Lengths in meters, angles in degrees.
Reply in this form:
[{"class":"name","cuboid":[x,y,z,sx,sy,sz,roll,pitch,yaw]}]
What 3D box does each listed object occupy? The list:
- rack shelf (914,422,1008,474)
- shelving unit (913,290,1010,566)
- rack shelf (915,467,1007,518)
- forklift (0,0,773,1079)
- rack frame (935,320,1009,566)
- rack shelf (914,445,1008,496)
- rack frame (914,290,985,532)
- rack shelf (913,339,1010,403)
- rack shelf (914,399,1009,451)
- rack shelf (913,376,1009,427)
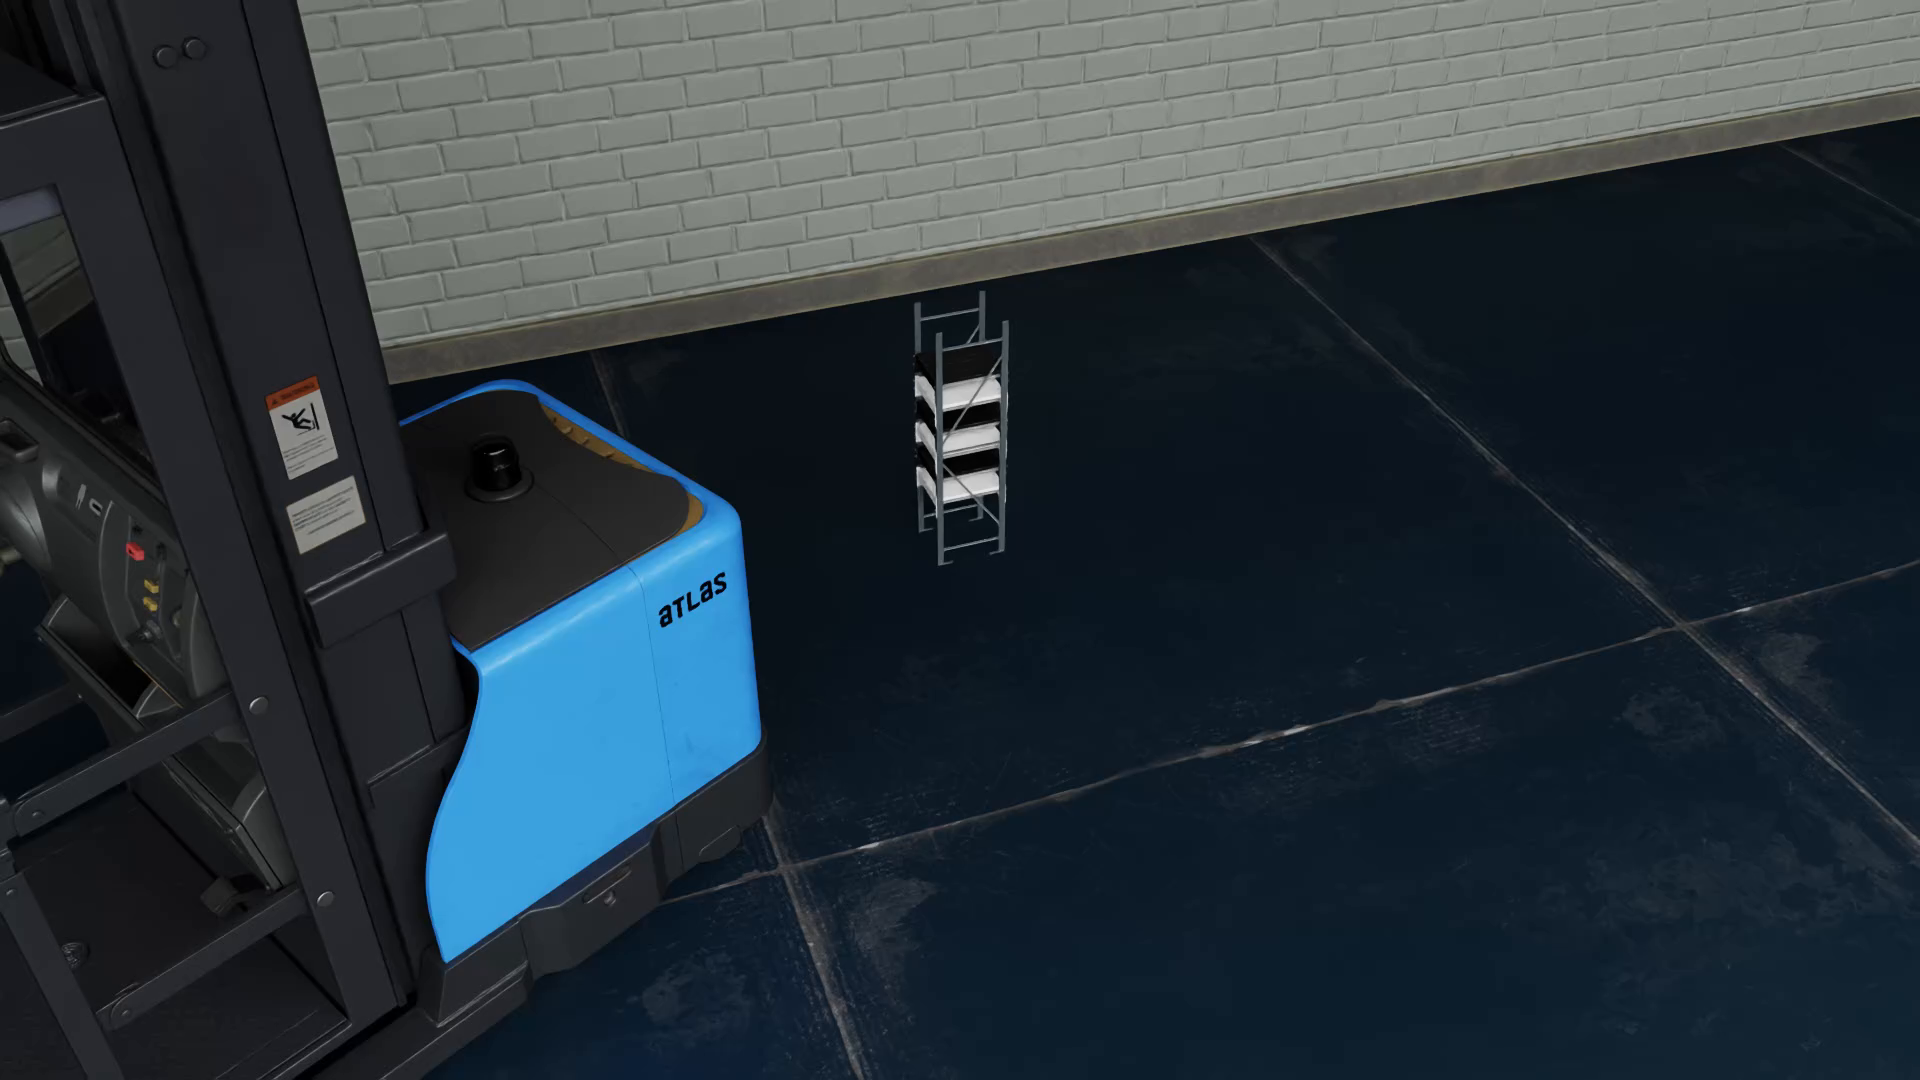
[{"class":"rack shelf","cuboid":[0.003,-0.328,5.493,0.258,0.077,0.200,-12,39,-16]},{"class":"shelving unit","cuboid":[0.003,-0.355,5.473,0.258,0.900,0.210,-12,39,-16]},{"class":"rack shelf","cuboid":[0.003,-0.184,5.602,0.258,0.077,0.200,-12,39,-16]},{"class":"forklift","cuboid":[-1.891,0.067,3.224,1.130,2.935,3.031,29,46,33]},{"class":"rack frame","cuboid":[0.038,-0.297,5.397,0.240,0.900,0.006,-12,39,-16]},{"class":"rack shelf","cuboid":[0.003,-0.256,5.547,0.258,0.077,0.200,-12,39,-16]},{"class":"rack frame","cuboid":[-0.032,-0.412,5.549,0.240,0.900,0.006,-12,39,-16]},{"class":"rack shelf","cuboid":[0.003,-0.544,5.331,0.258,0.077,0.200,-12,39,-16]},{"class":"rack shelf","cuboid":[0.003,-0.400,5.439,0.258,0.077,0.200,-12,39,-16]},{"class":"rack shelf","cuboid":[0.003,-0.472,5.385,0.258,0.077,0.200,-12,39,-16]}]
